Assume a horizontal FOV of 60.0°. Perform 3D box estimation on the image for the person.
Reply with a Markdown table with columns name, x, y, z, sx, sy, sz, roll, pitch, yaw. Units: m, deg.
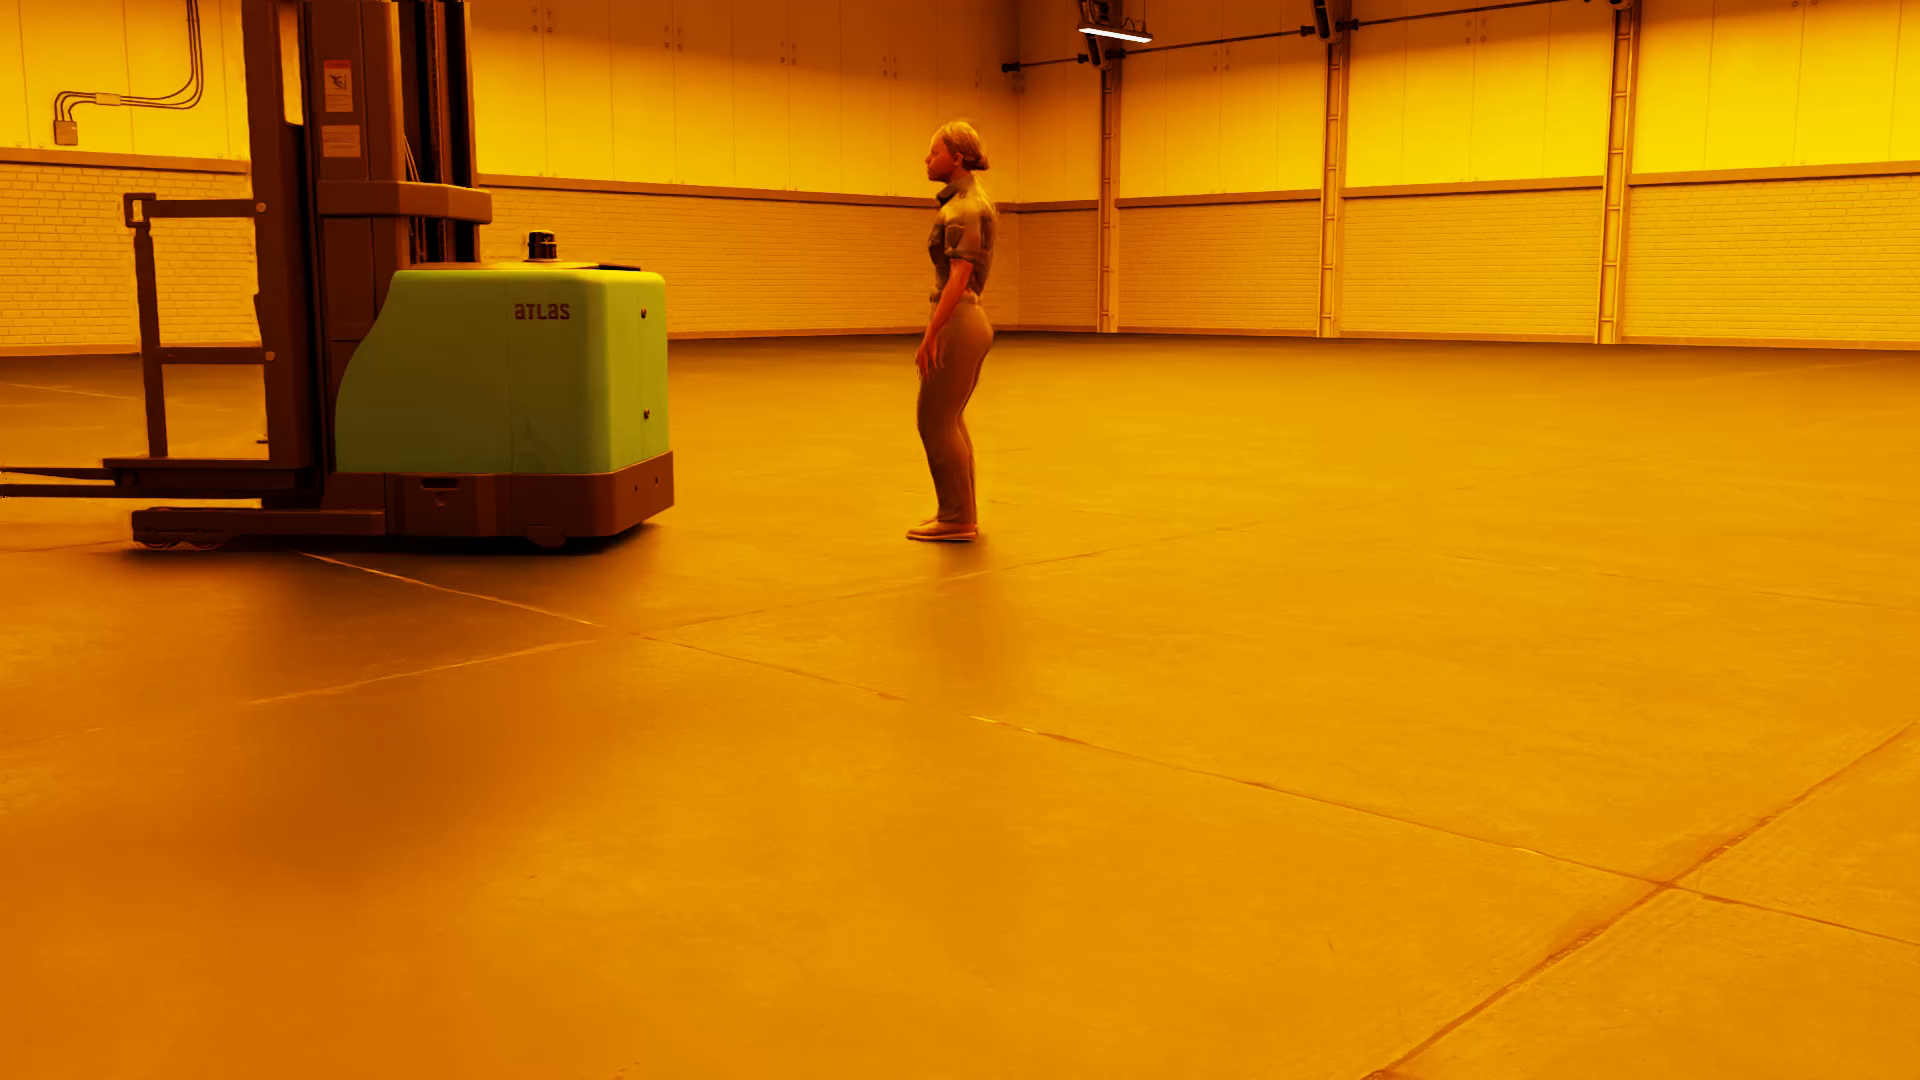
| name | x | y | z | sx | sy | sz | roll | pitch | yaw |
| --- | --- | --- | --- | --- | --- | --- | --- | --- | --- |
| person | -0.038 | -0.811 | 6.622 | 0.362 | 1.651 | 0.718 | 1 | 9 | 5 |

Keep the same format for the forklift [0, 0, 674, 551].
| name | x | y | z | sx | sy | sz | roll | pitch | yaw |
| --- | --- | --- | --- | --- | --- | --- | --- | --- | --- |
| forklift | -2.788 | -1.483 | 6.726 | 3.031 | 2.935 | 1.130 | 1 | 9 | 5 |
